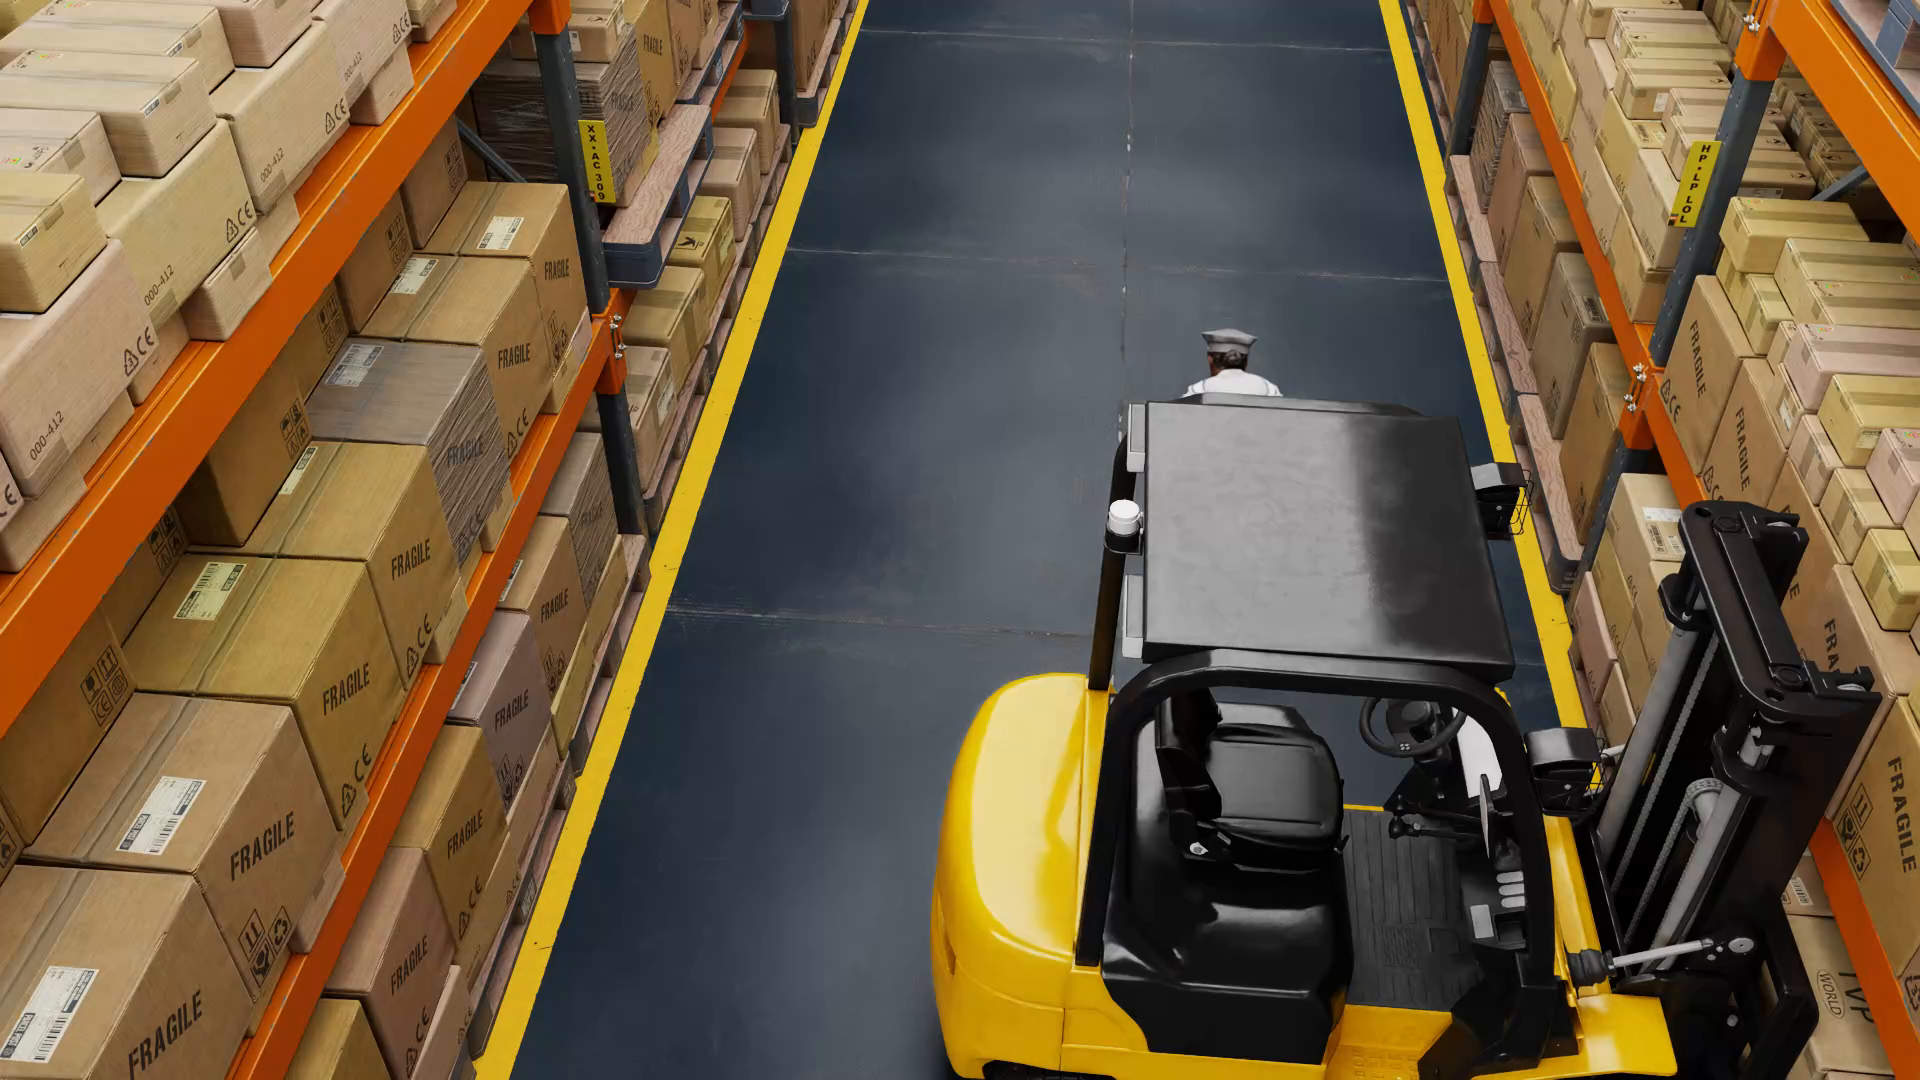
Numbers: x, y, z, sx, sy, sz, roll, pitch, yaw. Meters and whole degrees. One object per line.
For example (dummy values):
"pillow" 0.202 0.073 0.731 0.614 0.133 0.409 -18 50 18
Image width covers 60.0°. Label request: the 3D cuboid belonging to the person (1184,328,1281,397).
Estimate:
"person" 1.175 -0.394 7.185 0.506 0.946 0.830 3 40 4
